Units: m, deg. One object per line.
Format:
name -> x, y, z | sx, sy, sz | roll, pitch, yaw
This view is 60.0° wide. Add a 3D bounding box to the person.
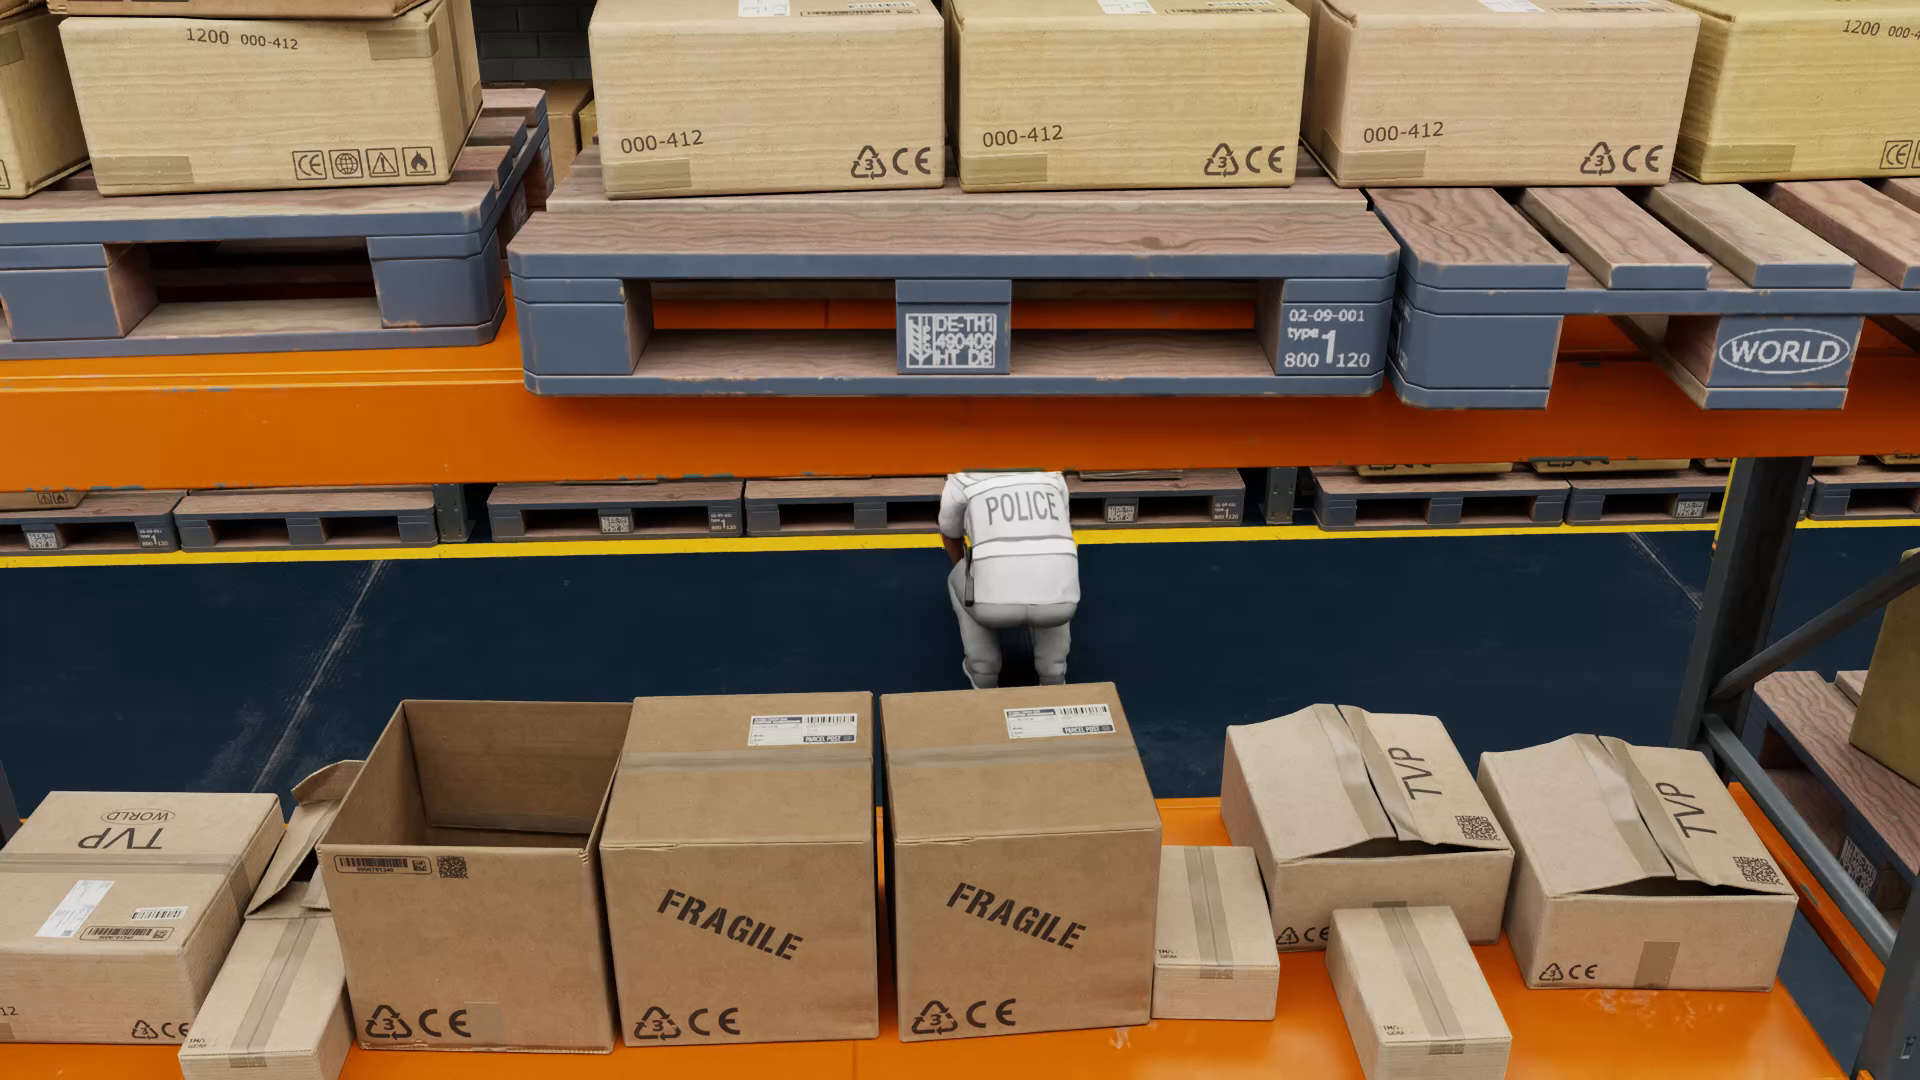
person -> 0.201, 0.065, 6.789 | 0.565, 1.022, 0.914 | -1, 27, -3
